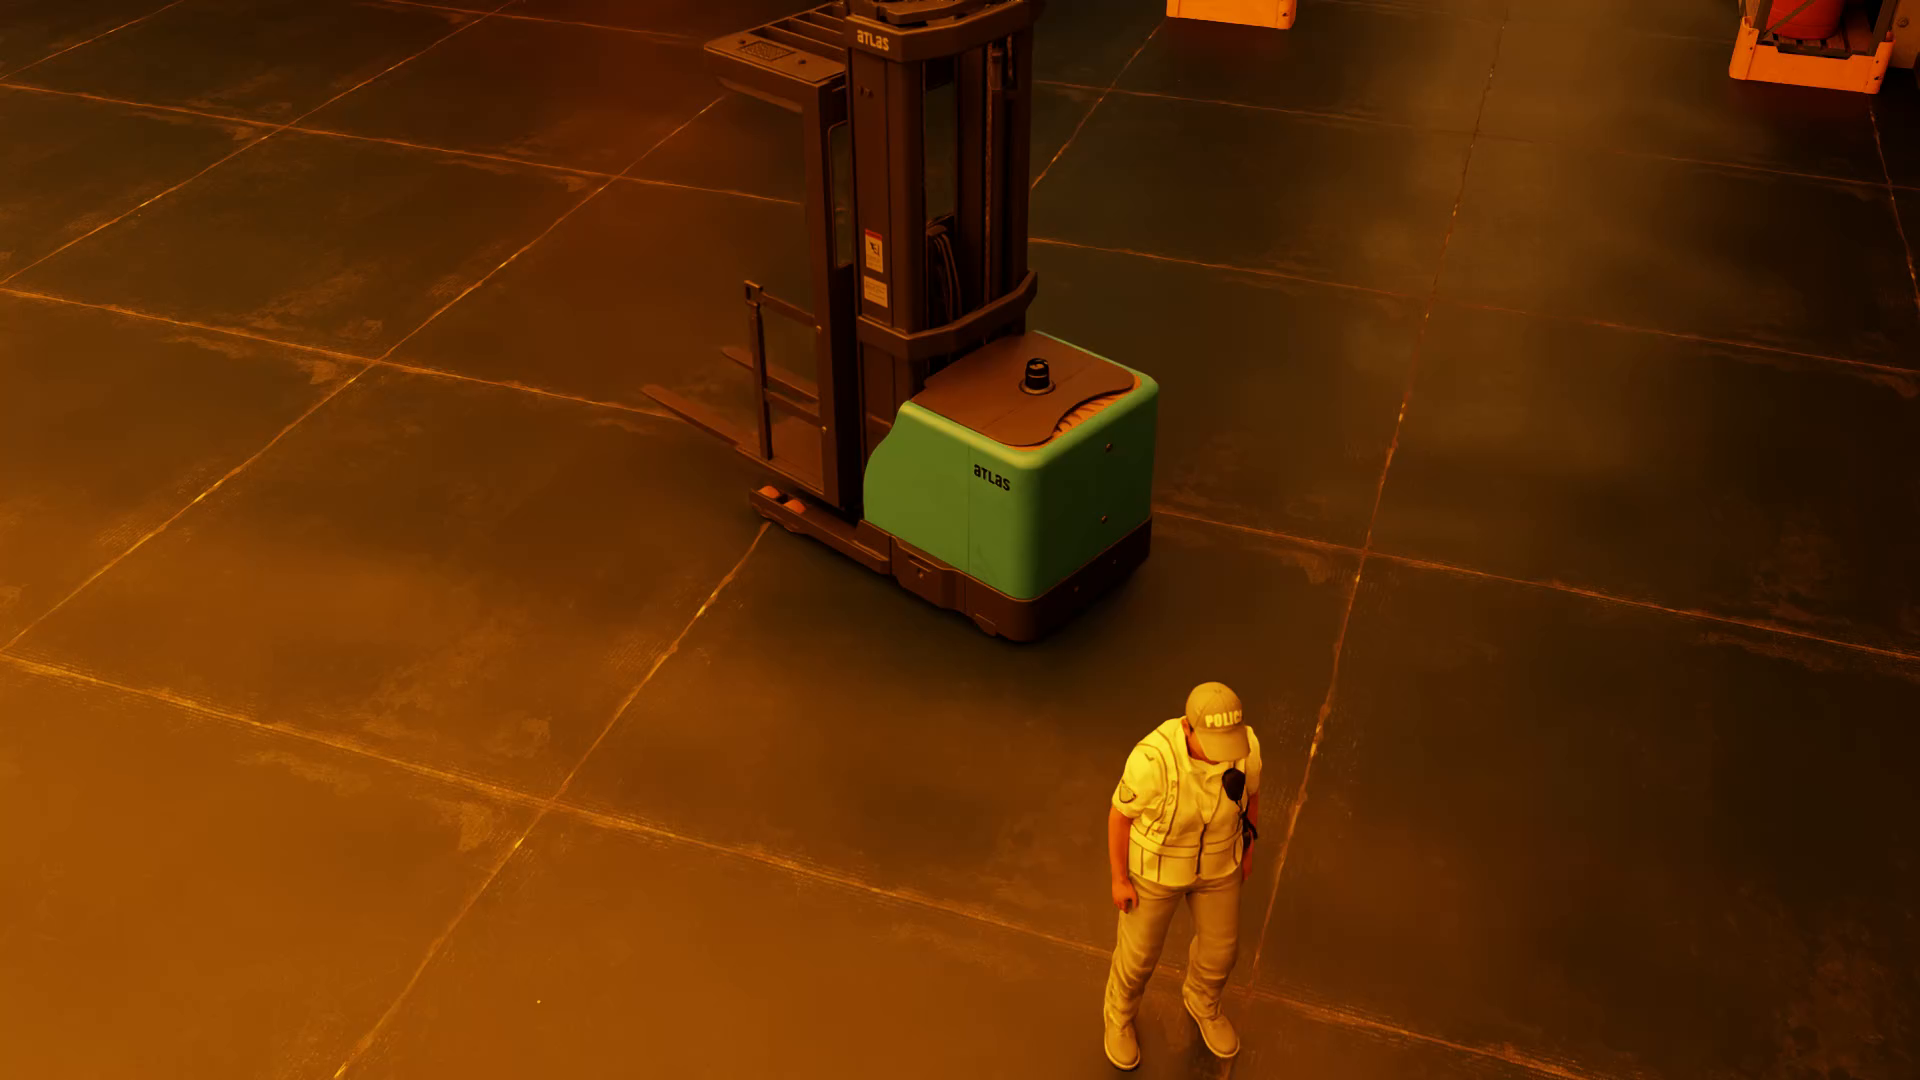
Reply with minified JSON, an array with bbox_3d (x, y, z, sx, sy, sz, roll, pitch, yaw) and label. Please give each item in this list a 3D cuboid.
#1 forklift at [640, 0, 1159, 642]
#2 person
[{"bbox_3d":[-0.474,-1.440,8.142,3.031,2.935,1.130,27,44,33],"label":"forklift"},{"bbox_3d":[0.762,1.116,5.640,0.530,1.670,0.459,-8,36,-11],"label":"person"}]
